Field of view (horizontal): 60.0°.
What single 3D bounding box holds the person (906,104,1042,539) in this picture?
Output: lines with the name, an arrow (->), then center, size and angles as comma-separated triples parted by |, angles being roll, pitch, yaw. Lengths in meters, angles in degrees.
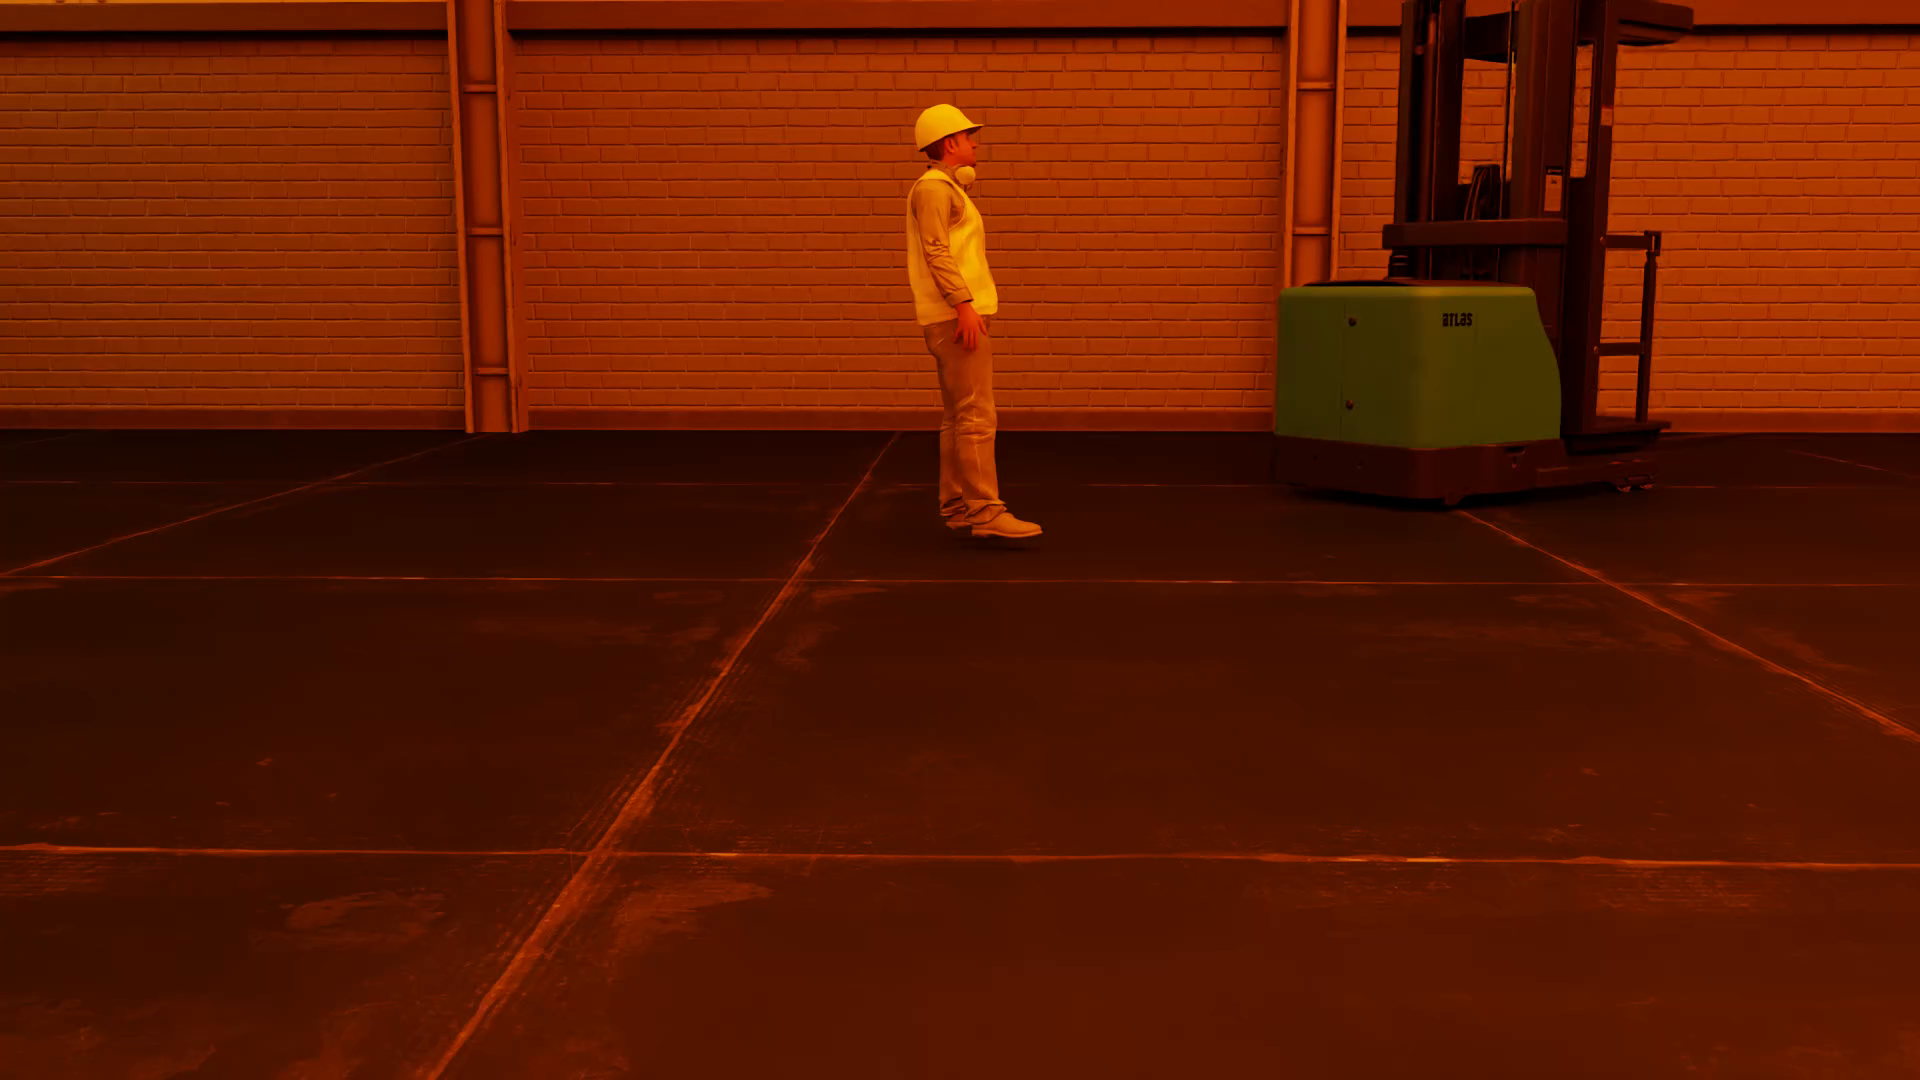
person -> 0.061, -0.922, 6.976 | 0.568, 1.773, 0.632 | 0, 9, 1

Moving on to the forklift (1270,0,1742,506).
forklift -> 3.128, -1.759, 8.937 | 3.031, 2.935, 1.130 | -6, 10, -34
